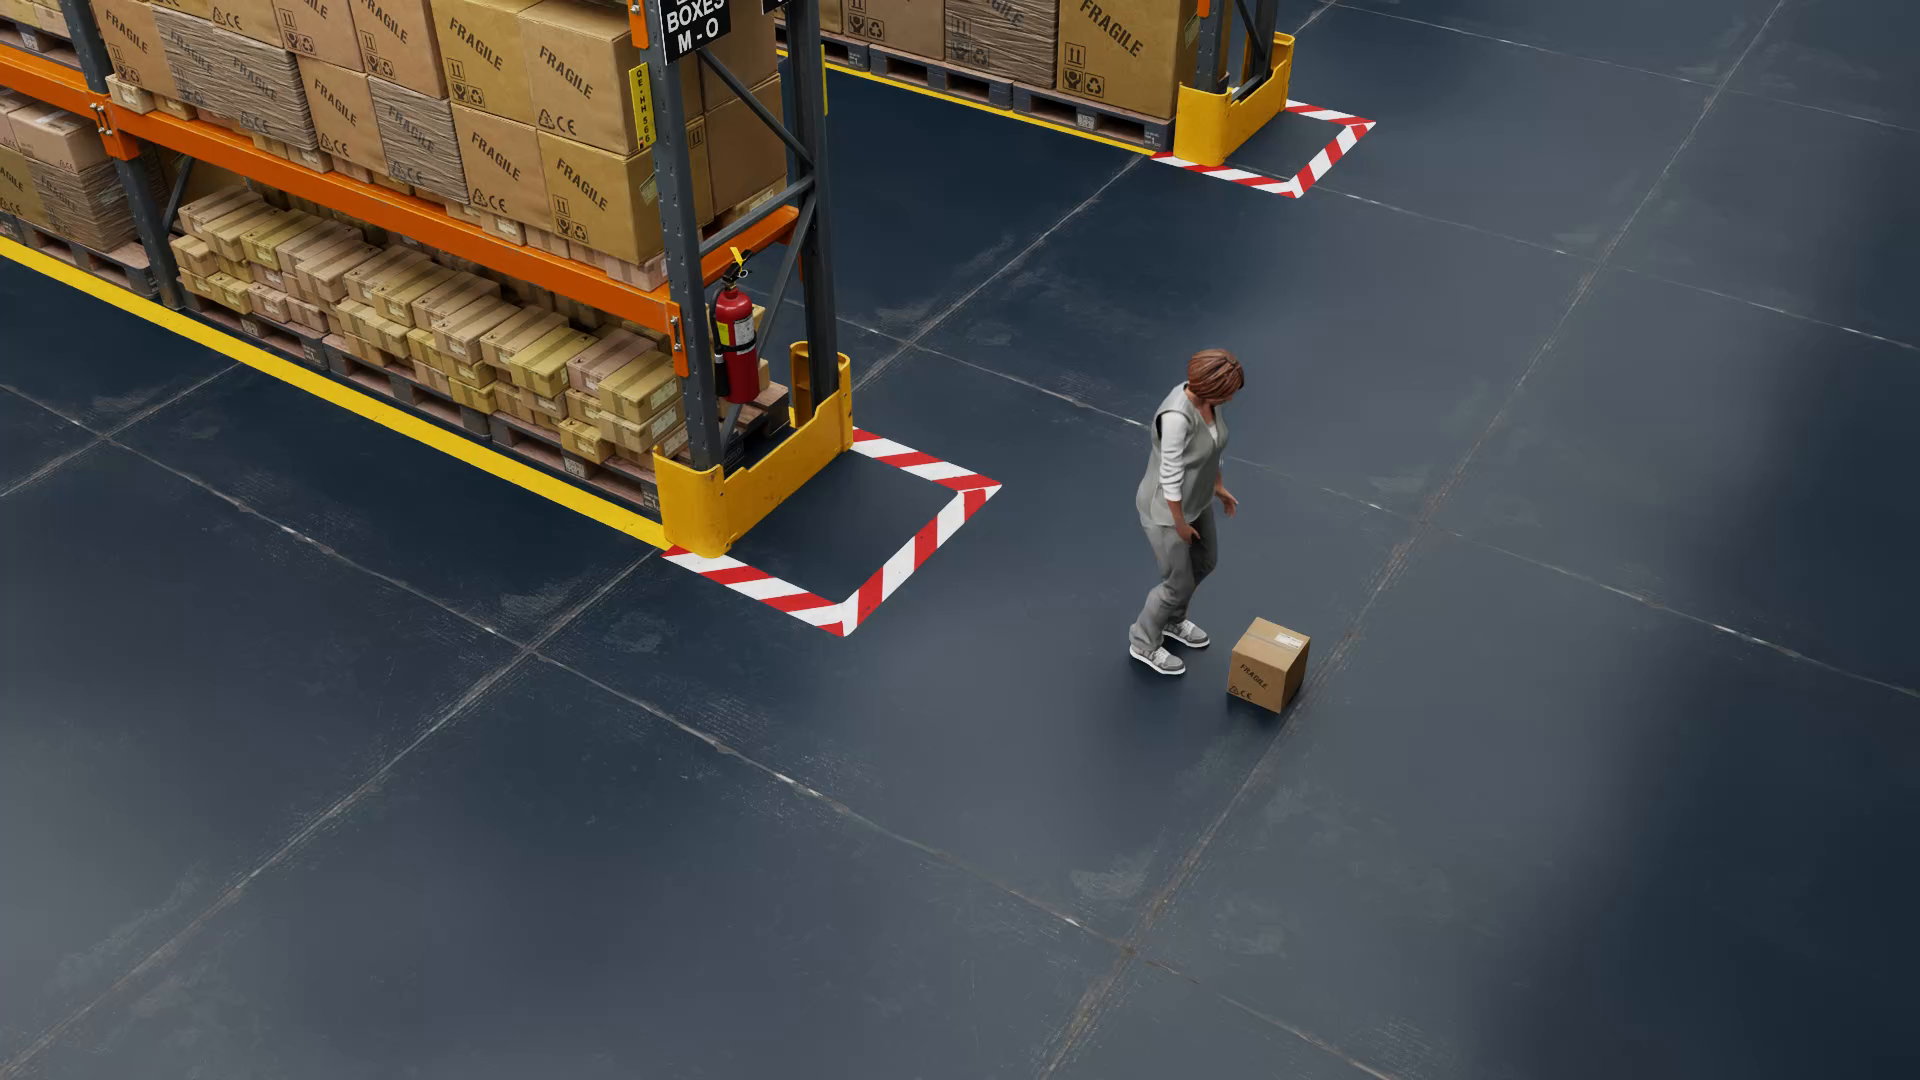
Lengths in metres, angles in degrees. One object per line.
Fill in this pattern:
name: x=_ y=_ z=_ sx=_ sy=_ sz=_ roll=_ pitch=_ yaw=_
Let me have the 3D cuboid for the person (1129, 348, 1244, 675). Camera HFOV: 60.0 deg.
person: x=0.933 y=-0.135 z=6.899 sx=0.368 sy=1.550 sz=0.423 roll=23 pitch=44 yaw=26
